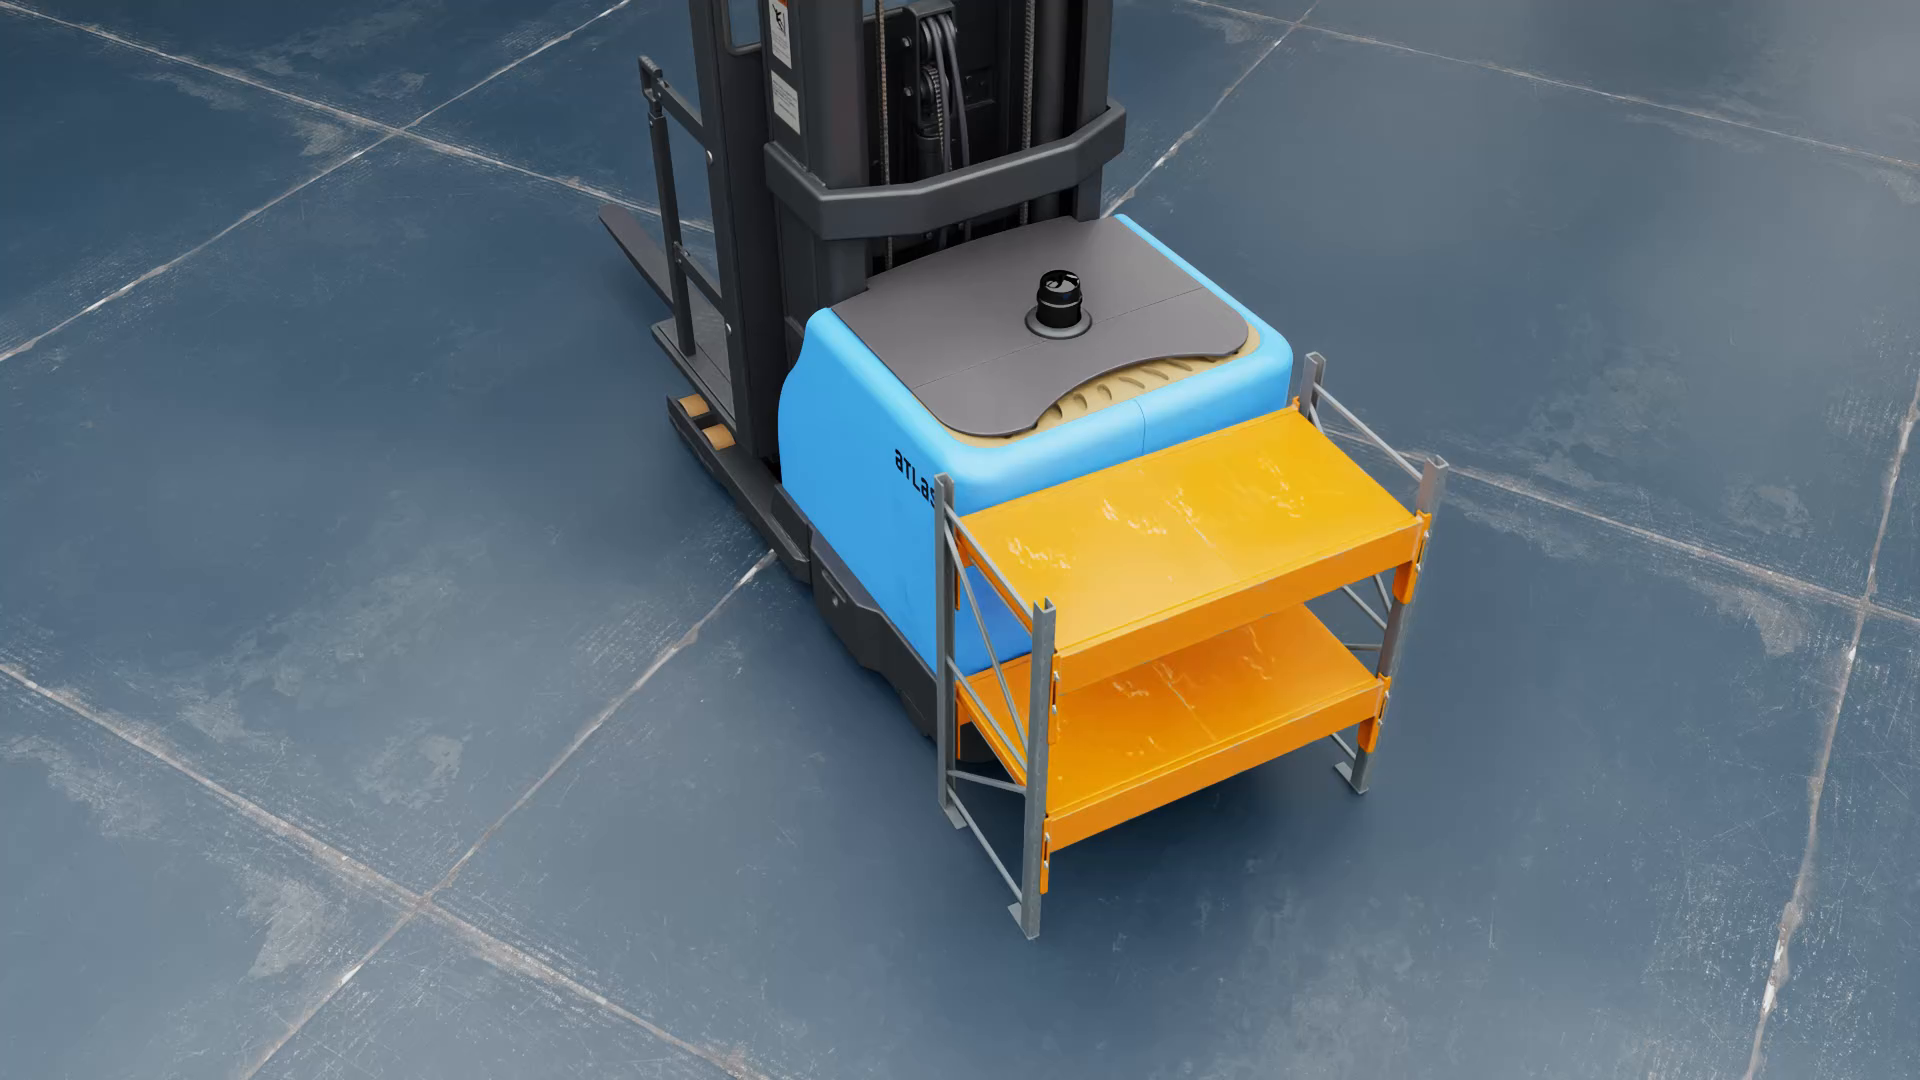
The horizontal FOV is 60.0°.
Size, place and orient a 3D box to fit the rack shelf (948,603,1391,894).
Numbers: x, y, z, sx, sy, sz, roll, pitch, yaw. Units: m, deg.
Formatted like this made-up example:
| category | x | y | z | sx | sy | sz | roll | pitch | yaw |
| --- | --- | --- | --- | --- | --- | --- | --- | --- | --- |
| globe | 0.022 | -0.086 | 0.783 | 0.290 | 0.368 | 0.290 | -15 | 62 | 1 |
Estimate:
| category | x | y | z | sx | sy | sz | roll | pitch | yaw |
| --- | --- | --- | --- | --- | --- | --- | --- | --- | --- |
| rack shelf | 0.521 | 0.449 | 4.259 | 1.000 | 0.278 | 0.538 | -19 | 45 | -20 |

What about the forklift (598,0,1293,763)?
| category | x | y | z | sx | sy | sz | roll | pitch | yaw |
| --- | --- | --- | --- | --- | --- | --- | --- | --- | --- |
| forklift | -0.323 | -1.458 | 4.688 | 1.130 | 2.935 | 3.031 | -22 | 46 | -23 |

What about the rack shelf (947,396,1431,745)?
| category | x | y | z | sx | sy | sz | roll | pitch | yaw |
| --- | --- | --- | --- | --- | --- | --- | --- | --- | --- |
| rack shelf | 0.521 | 0.046 | 3.904 | 1.000 | 0.278 | 0.538 | -19 | 45 | -20 |

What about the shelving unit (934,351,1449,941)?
| category | x | y | z | sx | sy | sz | roll | pitch | yaw |
| --- | --- | --- | --- | --- | --- | --- | --- | --- | --- |
| shelving unit | 0.521 | 0.266 | 4.097 | 1.048 | 1.125 | 0.538 | -19 | 45 | -20 |

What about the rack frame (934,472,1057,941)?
| category | x | y | z | sx | sy | sz | roll | pitch | yaw |
| --- | --- | --- | --- | --- | --- | --- | --- | --- | --- |
| rack frame | 0.069 | 0.420 | 3.922 | 0.032 | 1.125 | 0.500 | -19 | 45 | -20 |

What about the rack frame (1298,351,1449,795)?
| category | x | y | z | sx | sy | sz | roll | pitch | yaw |
| --- | --- | --- | --- | --- | --- | --- | --- | --- | --- |
| rack frame | 0.973 | 0.111 | 4.272 | 0.032 | 1.125 | 0.500 | -19 | 45 | -20 |
